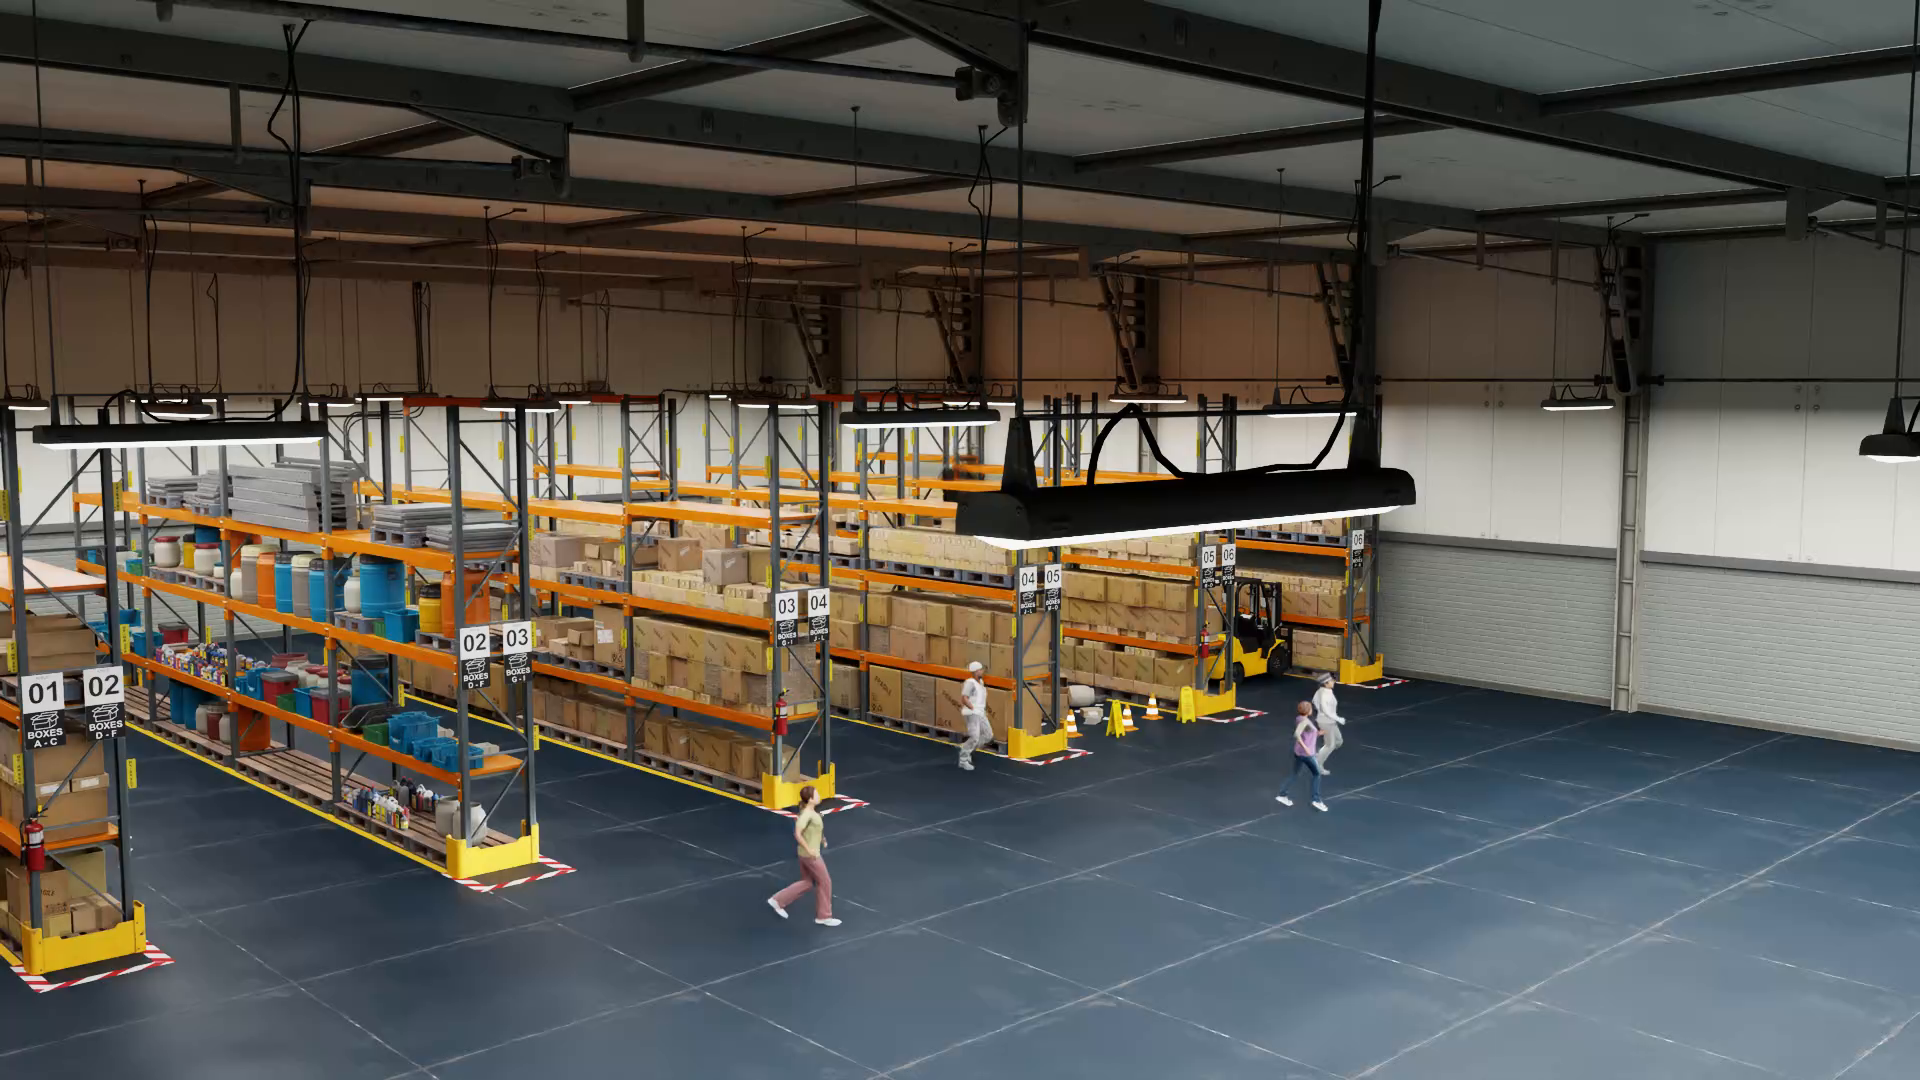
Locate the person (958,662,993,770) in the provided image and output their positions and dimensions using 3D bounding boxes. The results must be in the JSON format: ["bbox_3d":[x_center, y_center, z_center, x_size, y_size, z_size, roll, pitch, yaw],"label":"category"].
[{"bbox_3d":[0.284,2.849,27.183,0.523,1.717,0.744,3,6,25],"label":"person"}]

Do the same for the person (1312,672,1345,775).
[{"bbox_3d":[5.912,2.932,26.676,0.504,1.660,0.628,1,6,6],"label":"person"}]

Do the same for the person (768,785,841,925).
[{"bbox_3d":[-1.802,3.658,19.242,0.850,1.667,0.591,-1,6,-12],"label":"person"}]

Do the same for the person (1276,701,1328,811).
[{"bbox_3d":[5.024,3.168,24.371,0.757,1.636,0.514,-1,6,-11],"label":"person"}]
